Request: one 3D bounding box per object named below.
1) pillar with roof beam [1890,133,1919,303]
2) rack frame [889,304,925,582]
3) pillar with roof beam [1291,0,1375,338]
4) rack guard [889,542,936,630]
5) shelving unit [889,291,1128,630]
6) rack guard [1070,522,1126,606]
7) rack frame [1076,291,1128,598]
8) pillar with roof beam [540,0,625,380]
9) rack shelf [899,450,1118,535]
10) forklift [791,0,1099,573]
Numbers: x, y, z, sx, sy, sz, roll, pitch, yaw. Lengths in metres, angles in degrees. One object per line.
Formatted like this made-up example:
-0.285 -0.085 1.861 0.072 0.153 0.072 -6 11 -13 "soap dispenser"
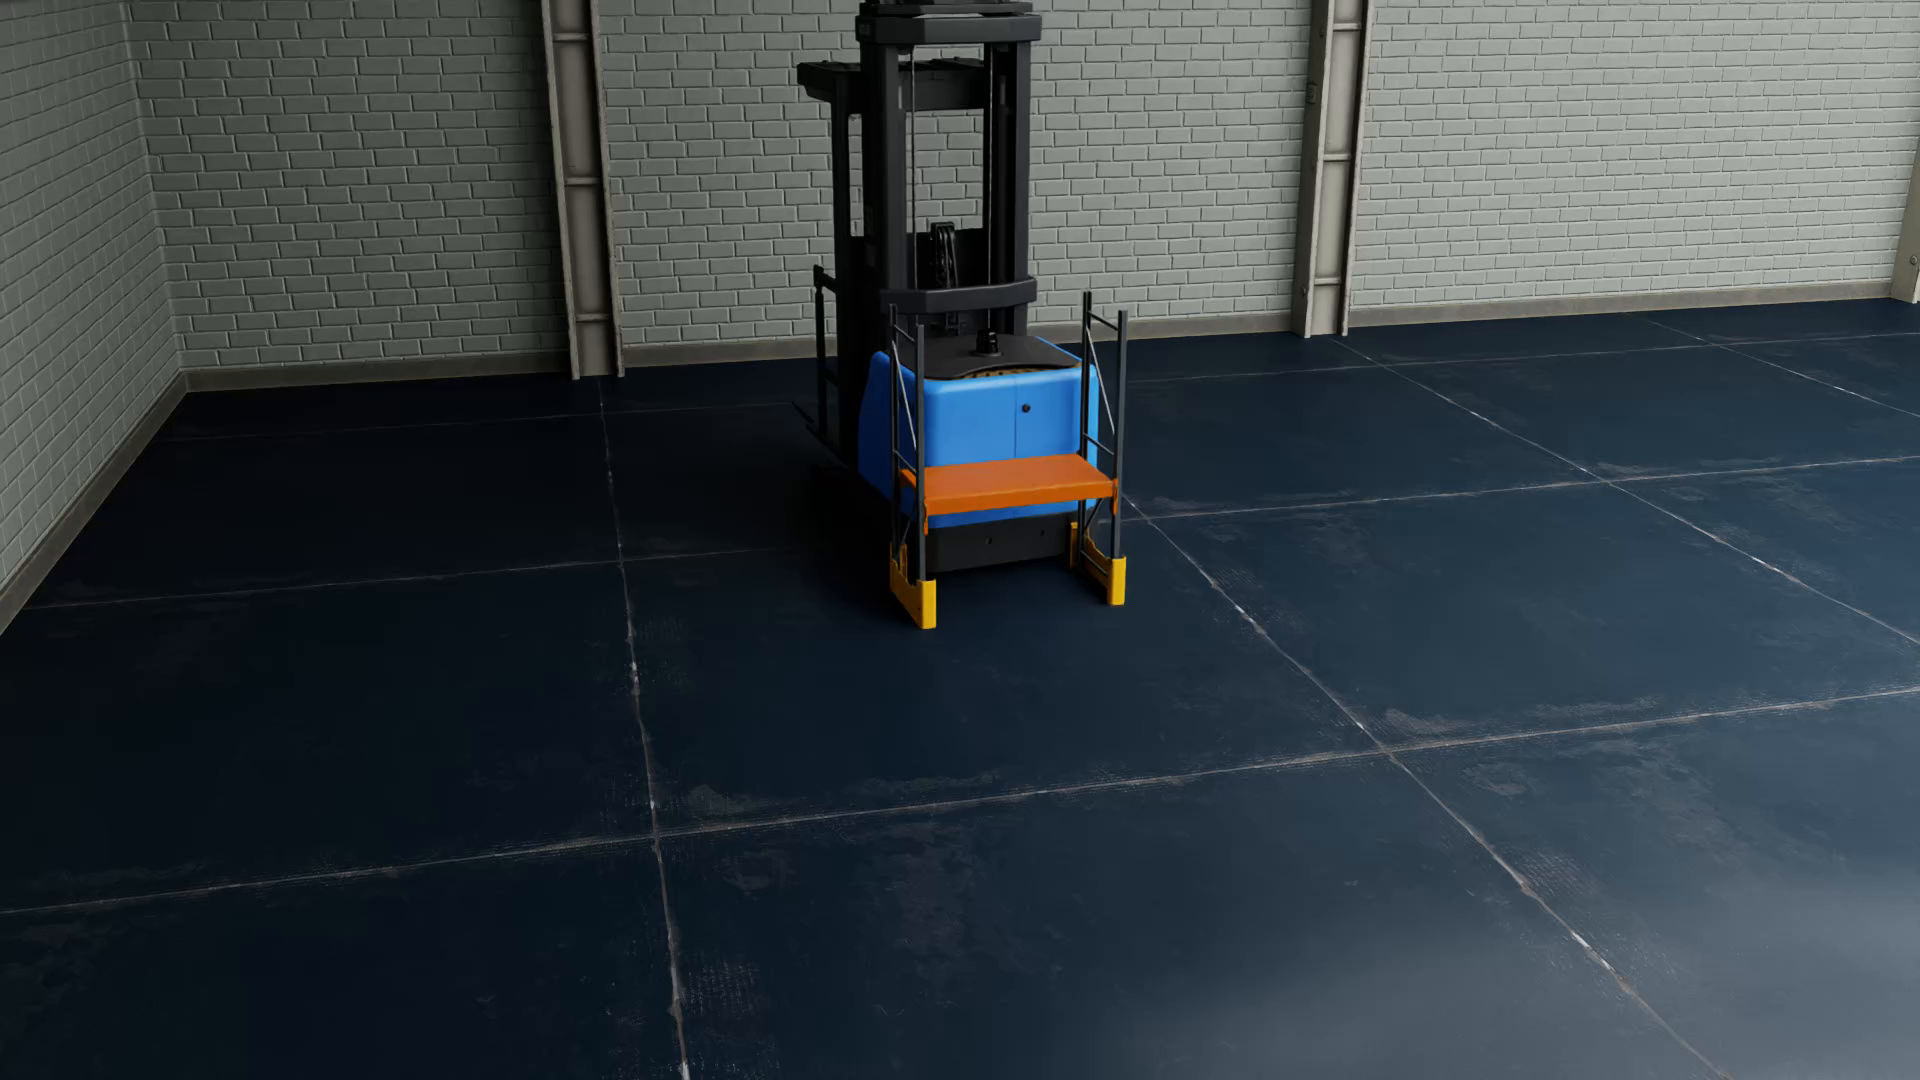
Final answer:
9.873 -5.021 9.940 0.400 9.000 9.100 -5 21 -12 "pillar with roof beam"
-0.258 -0.363 8.124 0.032 1.500 0.500 -6 21 -17 "rack frame"
4.034 -4.547 8.643 0.400 9.000 9.100 -5 21 -12 "pillar with roof beam"
-0.240 0.222 8.345 0.087 0.250 0.587 -6 21 -17 "rack guard"
0.235 -0.417 8.272 1.083 1.500 0.587 -6 21 -17 "shelving unit"
0.709 0.118 8.629 0.087 0.250 0.587 -6 21 -17 "rack guard"
0.711 -0.469 8.414 0.032 1.500 0.500 -6 21 -17 "rack frame"
-1.805 -4.072 7.347 0.400 9.000 9.100 -5 21 -12 "pillar with roof beam"
0.226 -0.247 8.331 1.000 0.185 0.538 -6 21 -17 "rack shelf"
-0.270 -1.677 9.632 1.130 2.935 3.031 -8 22 -20 "forklift"
